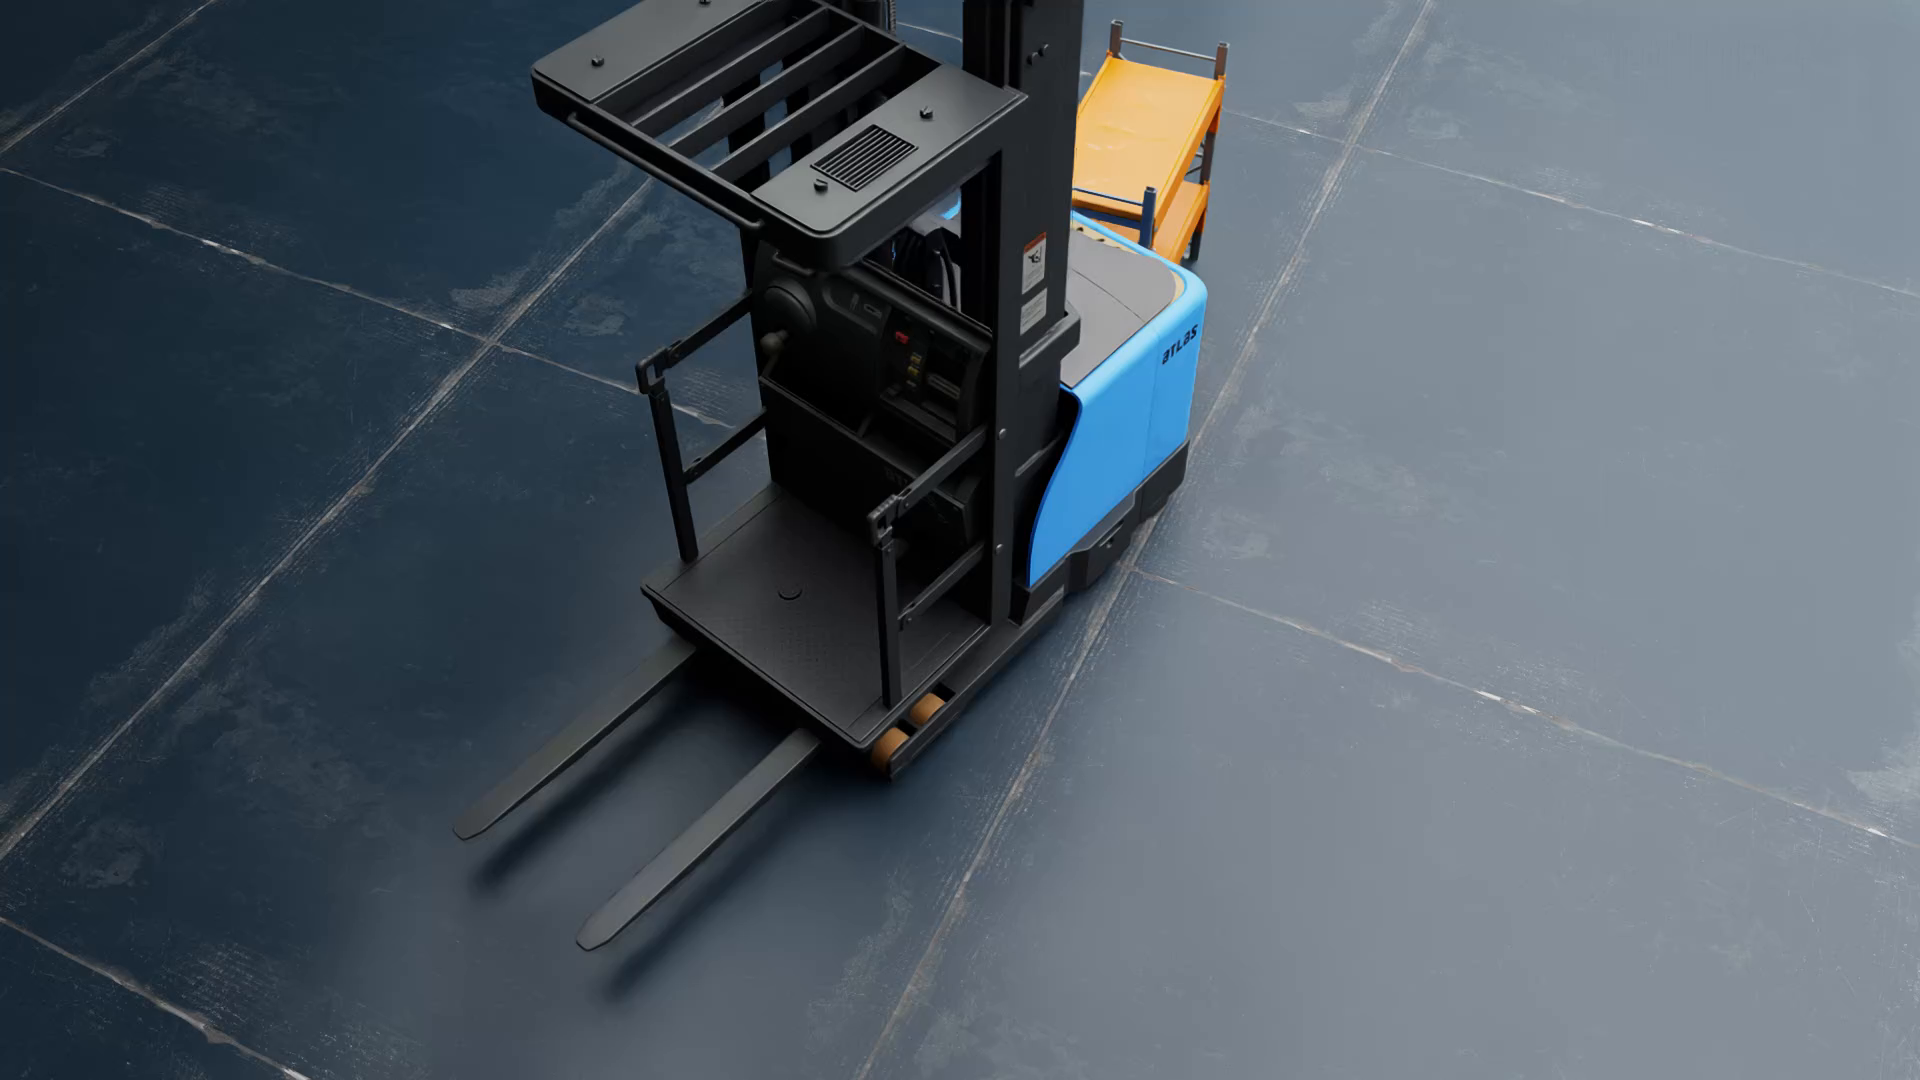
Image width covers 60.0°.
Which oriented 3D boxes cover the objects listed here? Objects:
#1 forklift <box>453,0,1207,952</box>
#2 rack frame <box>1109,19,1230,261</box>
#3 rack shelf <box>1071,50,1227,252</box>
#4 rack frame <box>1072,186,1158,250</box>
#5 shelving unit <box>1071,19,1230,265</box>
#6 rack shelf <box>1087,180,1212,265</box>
[{"bbox_3d":[-0.433,-0.564,5.121,1.130,2.935,3.031,33,57,25],"label":"forklift"},{"bbox_3d":[0.867,-1.729,7.297,0.500,1.125,0.032,16,52,14],"label":"rack frame"},{"bbox_3d":[0.683,-1.557,6.767,0.538,0.278,1.000,16,52,14],"label":"rack shelf"},{"bbox_3d":[0.499,-1.007,6.683,0.500,1.125,0.032,16,52,14],"label":"rack frame"},{"bbox_3d":[0.683,-1.368,6.990,0.538,1.125,1.048,16,52,14],"label":"shelving unit"},{"bbox_3d":[0.683,-1.209,7.177,0.538,0.278,1.000,16,52,14],"label":"rack shelf"}]
